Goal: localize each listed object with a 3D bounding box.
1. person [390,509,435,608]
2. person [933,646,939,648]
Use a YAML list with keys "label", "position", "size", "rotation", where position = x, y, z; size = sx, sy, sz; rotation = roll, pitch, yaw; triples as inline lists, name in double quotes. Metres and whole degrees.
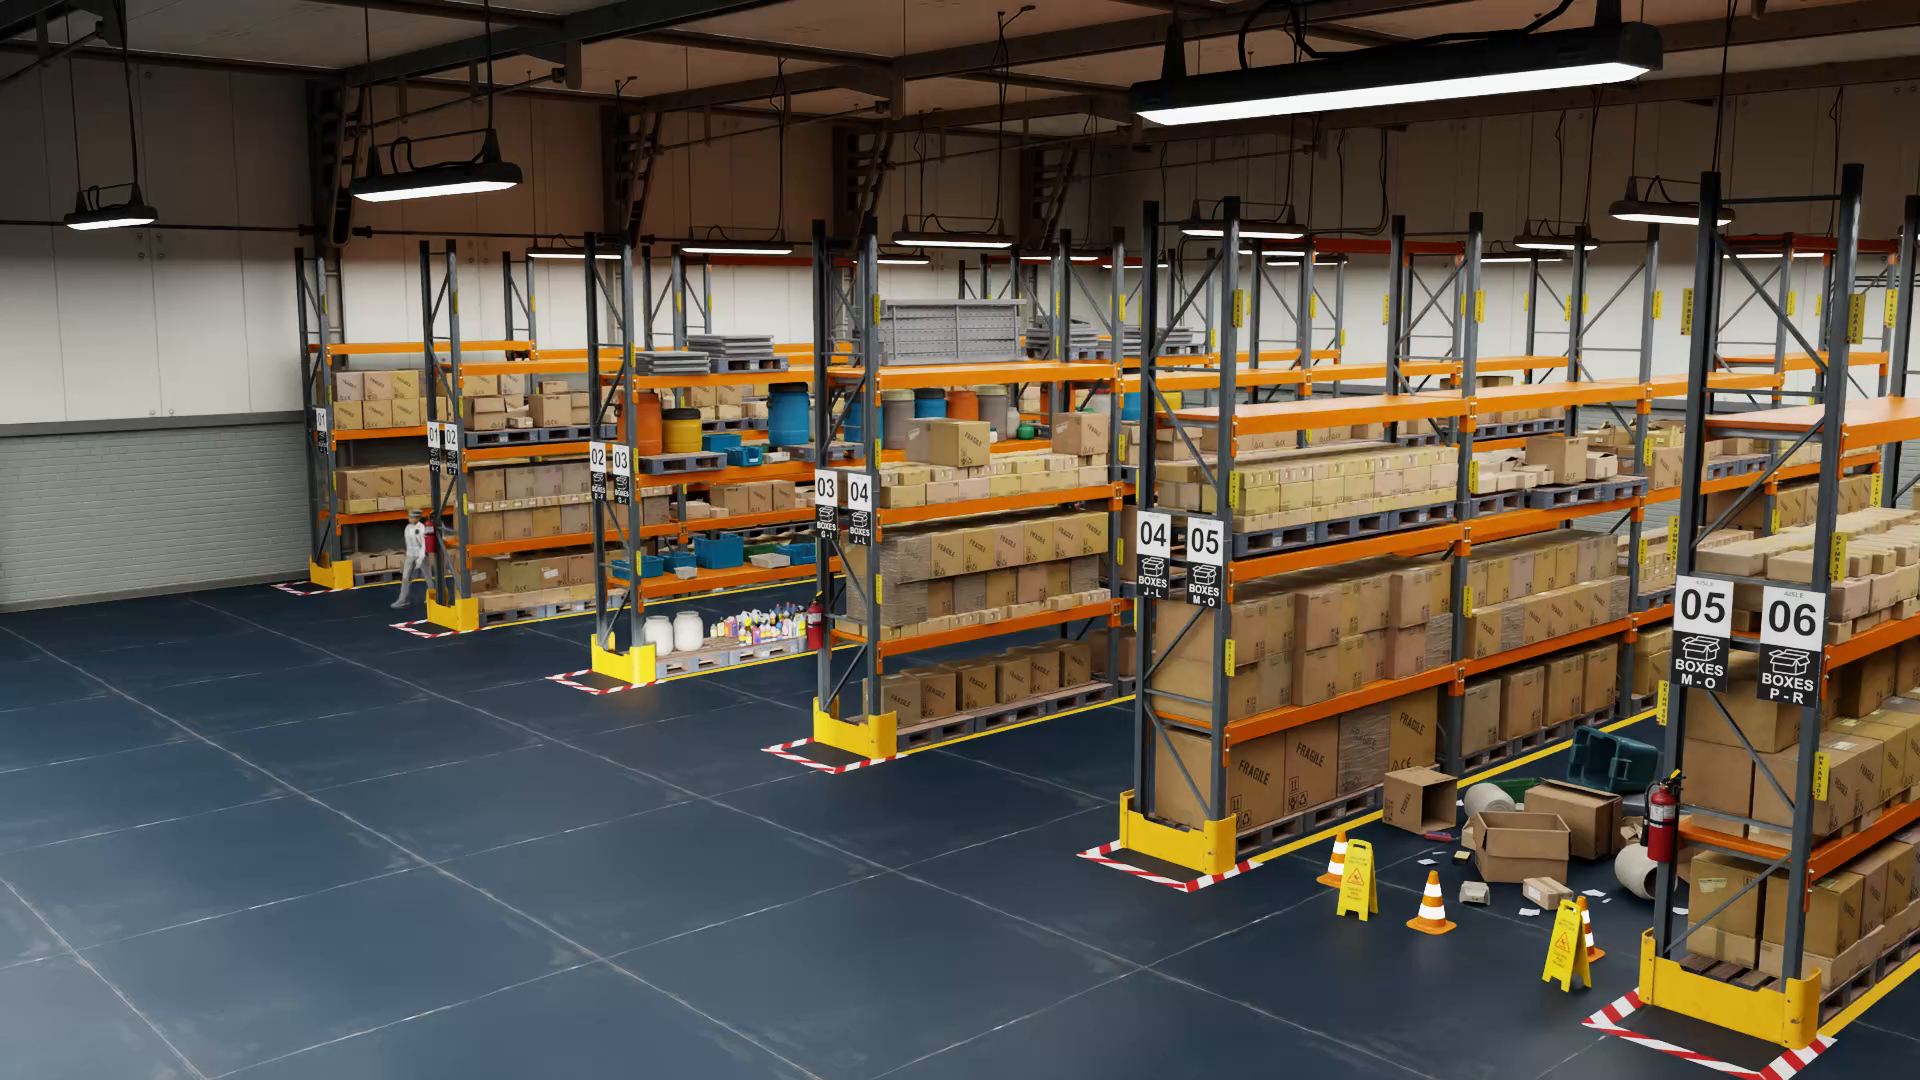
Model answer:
- label: "person"
  position: [-9.073, 0.285, 27.696]
  size: [0.508, 1.619, 0.952]
  rotation: [2, 9, 11]
- label: "person"
  position: [-0.485, 0.746, 24.435]
  size: [0.530, 1.678, 0.436]
  rotation: [0, 8, 3]
